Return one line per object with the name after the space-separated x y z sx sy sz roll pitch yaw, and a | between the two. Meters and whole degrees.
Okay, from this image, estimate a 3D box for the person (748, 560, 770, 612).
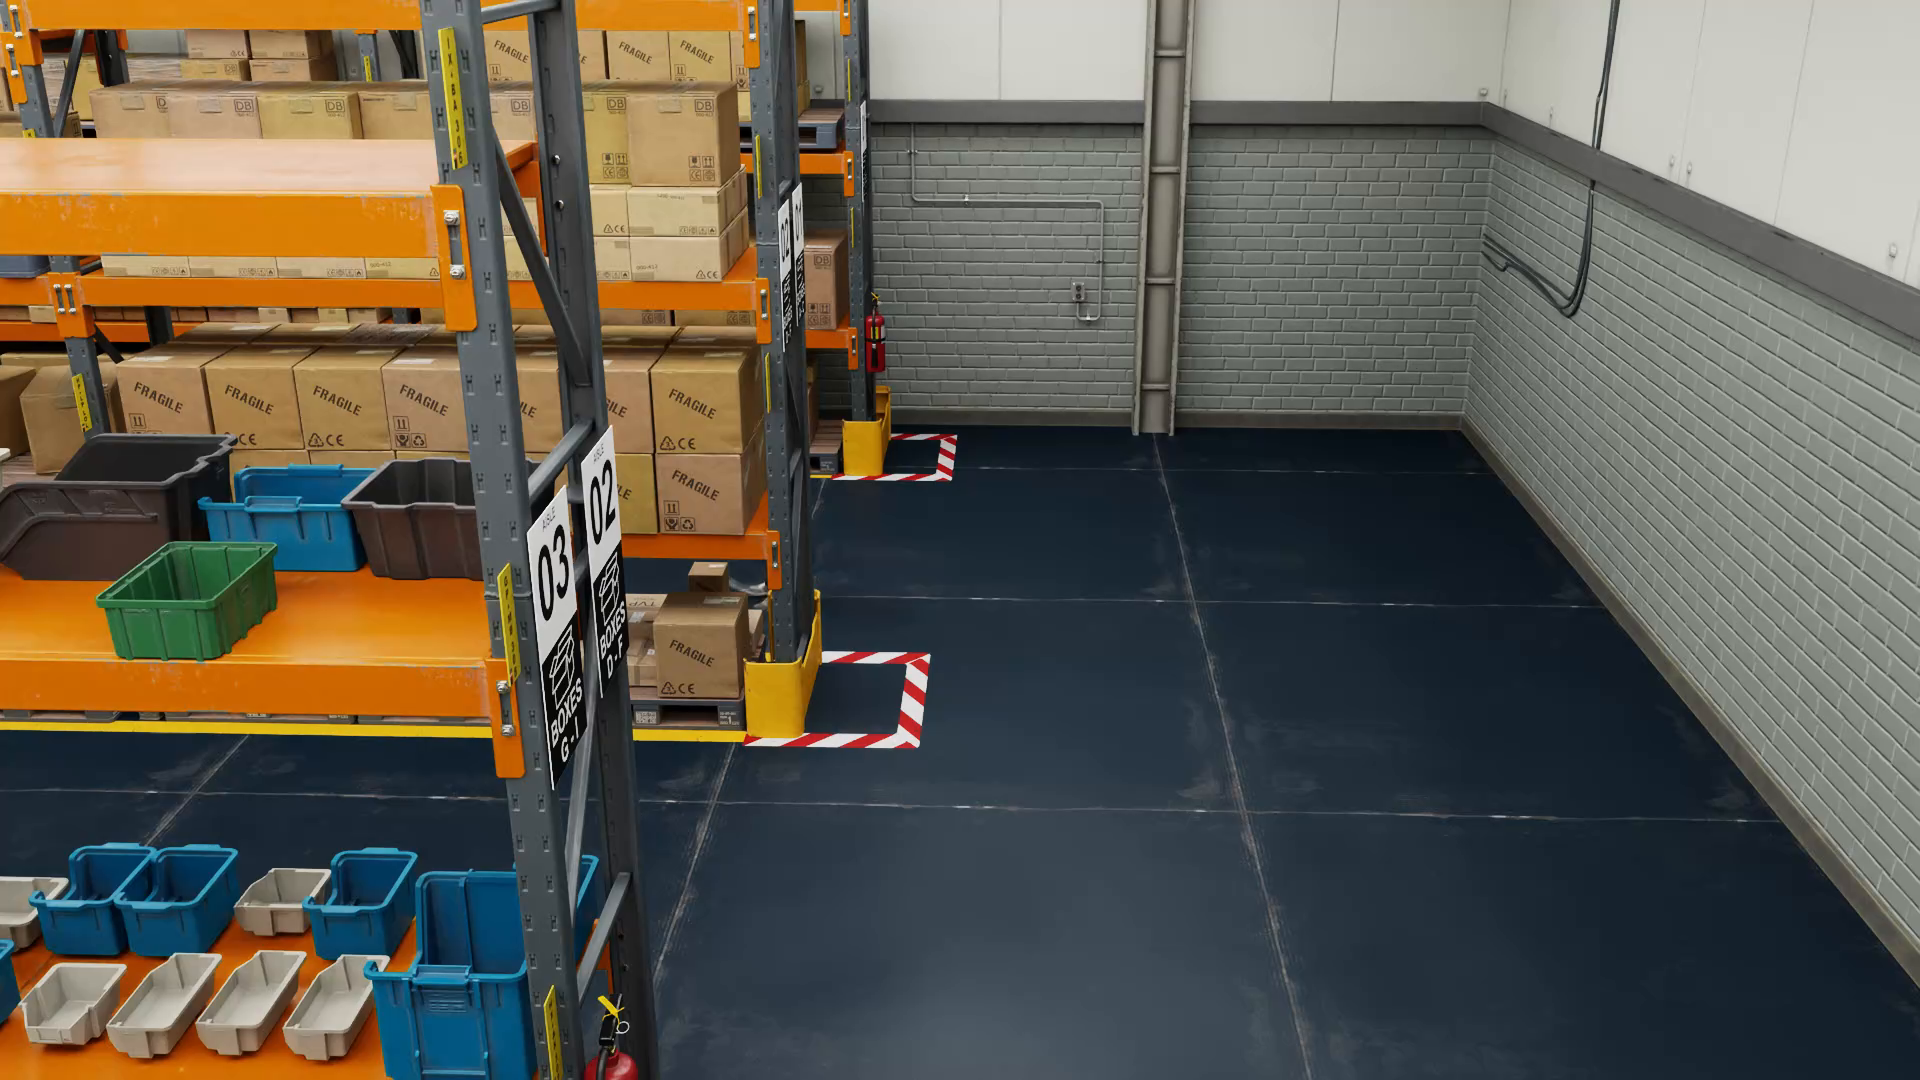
-1.391 -0.300 11.899 0.348 1.616 0.447 0 21 -1 | person
